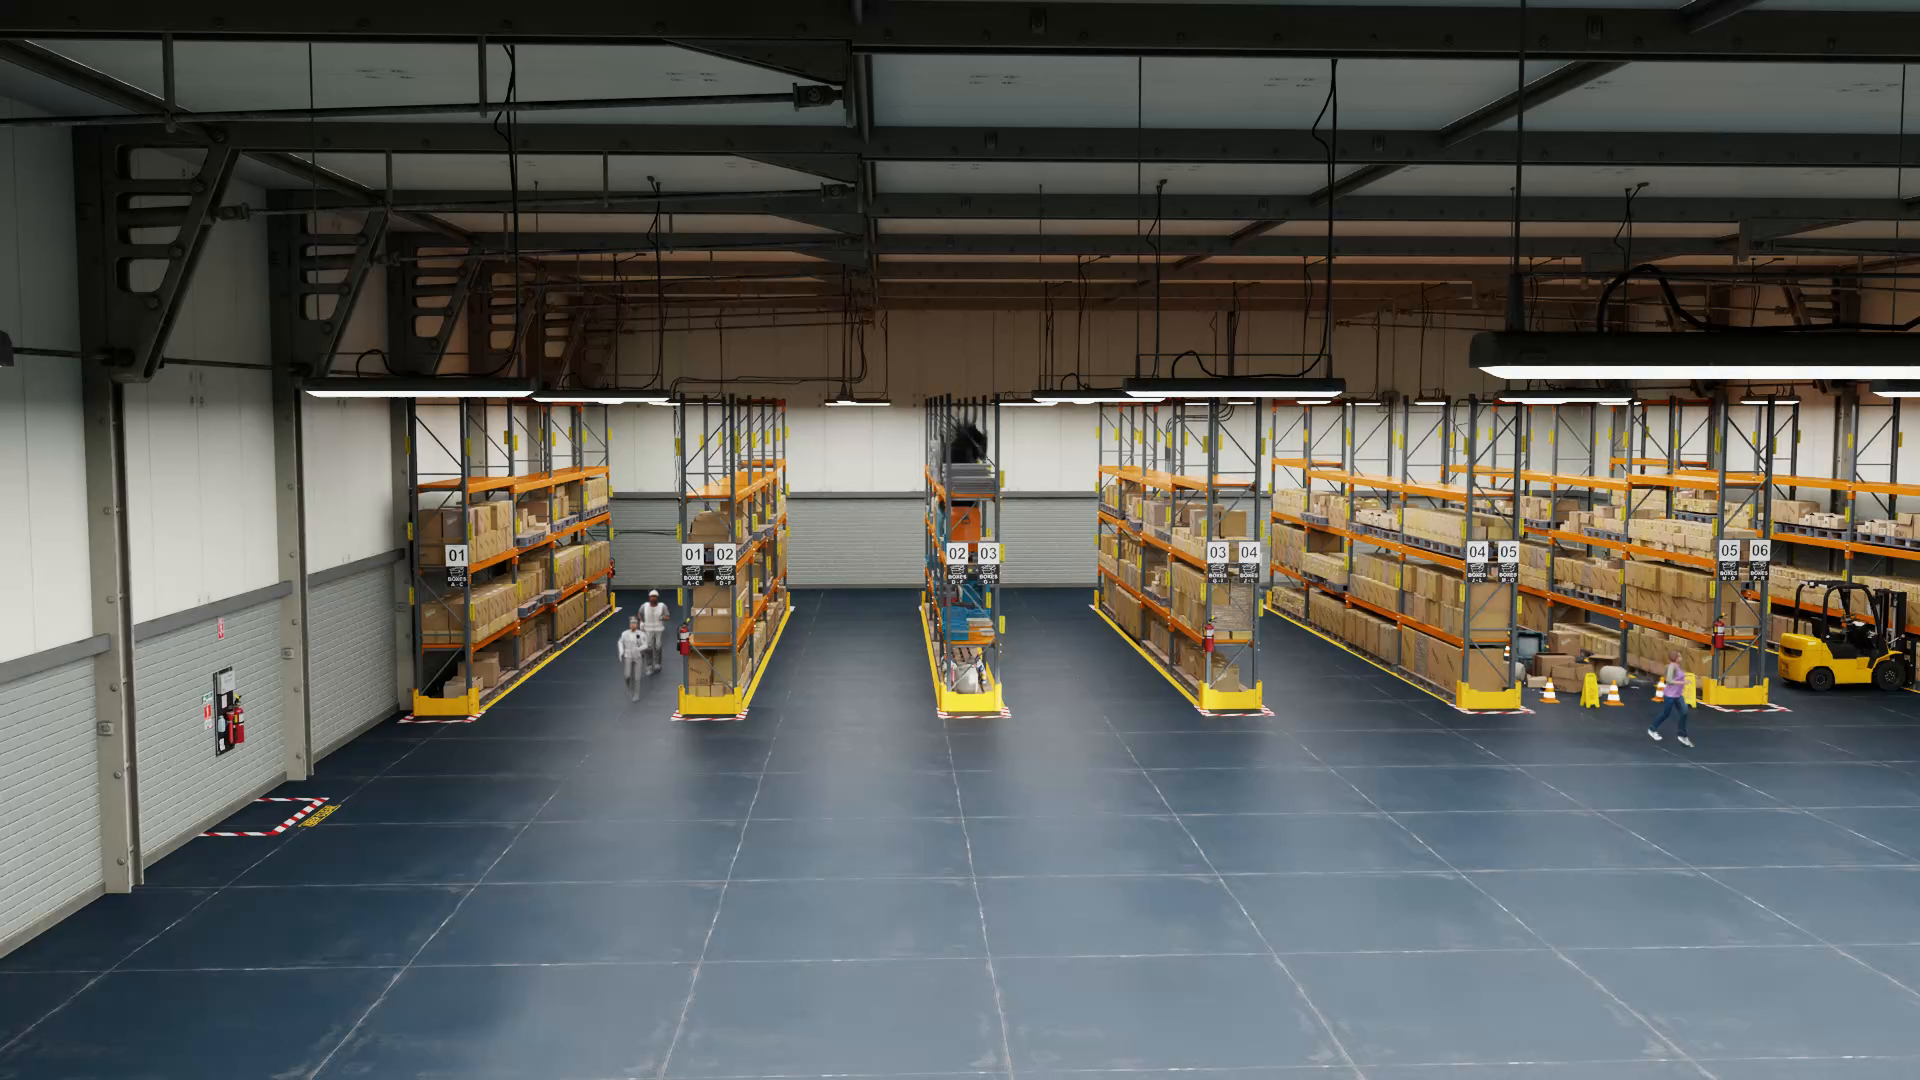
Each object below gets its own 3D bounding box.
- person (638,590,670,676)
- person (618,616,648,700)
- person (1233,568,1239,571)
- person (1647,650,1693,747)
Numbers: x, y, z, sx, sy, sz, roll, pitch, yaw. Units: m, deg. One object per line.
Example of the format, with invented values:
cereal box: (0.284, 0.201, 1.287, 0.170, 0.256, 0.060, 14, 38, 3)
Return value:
person: (-6.602, 2.000, 35.889, 0.670, 1.843, 0.760, -1, 5, -9)
person: (-6.435, 2.312, 32.475, 0.508, 1.660, 0.624, 0, 5, -5)
person: (8.015, 1.022, 48.675, 1.027, 1.704, 0.757, -3, 5, -32)
person: (12.108, 2.676, 28.334, 0.528, 1.632, 0.751, -4, 6, -43)
